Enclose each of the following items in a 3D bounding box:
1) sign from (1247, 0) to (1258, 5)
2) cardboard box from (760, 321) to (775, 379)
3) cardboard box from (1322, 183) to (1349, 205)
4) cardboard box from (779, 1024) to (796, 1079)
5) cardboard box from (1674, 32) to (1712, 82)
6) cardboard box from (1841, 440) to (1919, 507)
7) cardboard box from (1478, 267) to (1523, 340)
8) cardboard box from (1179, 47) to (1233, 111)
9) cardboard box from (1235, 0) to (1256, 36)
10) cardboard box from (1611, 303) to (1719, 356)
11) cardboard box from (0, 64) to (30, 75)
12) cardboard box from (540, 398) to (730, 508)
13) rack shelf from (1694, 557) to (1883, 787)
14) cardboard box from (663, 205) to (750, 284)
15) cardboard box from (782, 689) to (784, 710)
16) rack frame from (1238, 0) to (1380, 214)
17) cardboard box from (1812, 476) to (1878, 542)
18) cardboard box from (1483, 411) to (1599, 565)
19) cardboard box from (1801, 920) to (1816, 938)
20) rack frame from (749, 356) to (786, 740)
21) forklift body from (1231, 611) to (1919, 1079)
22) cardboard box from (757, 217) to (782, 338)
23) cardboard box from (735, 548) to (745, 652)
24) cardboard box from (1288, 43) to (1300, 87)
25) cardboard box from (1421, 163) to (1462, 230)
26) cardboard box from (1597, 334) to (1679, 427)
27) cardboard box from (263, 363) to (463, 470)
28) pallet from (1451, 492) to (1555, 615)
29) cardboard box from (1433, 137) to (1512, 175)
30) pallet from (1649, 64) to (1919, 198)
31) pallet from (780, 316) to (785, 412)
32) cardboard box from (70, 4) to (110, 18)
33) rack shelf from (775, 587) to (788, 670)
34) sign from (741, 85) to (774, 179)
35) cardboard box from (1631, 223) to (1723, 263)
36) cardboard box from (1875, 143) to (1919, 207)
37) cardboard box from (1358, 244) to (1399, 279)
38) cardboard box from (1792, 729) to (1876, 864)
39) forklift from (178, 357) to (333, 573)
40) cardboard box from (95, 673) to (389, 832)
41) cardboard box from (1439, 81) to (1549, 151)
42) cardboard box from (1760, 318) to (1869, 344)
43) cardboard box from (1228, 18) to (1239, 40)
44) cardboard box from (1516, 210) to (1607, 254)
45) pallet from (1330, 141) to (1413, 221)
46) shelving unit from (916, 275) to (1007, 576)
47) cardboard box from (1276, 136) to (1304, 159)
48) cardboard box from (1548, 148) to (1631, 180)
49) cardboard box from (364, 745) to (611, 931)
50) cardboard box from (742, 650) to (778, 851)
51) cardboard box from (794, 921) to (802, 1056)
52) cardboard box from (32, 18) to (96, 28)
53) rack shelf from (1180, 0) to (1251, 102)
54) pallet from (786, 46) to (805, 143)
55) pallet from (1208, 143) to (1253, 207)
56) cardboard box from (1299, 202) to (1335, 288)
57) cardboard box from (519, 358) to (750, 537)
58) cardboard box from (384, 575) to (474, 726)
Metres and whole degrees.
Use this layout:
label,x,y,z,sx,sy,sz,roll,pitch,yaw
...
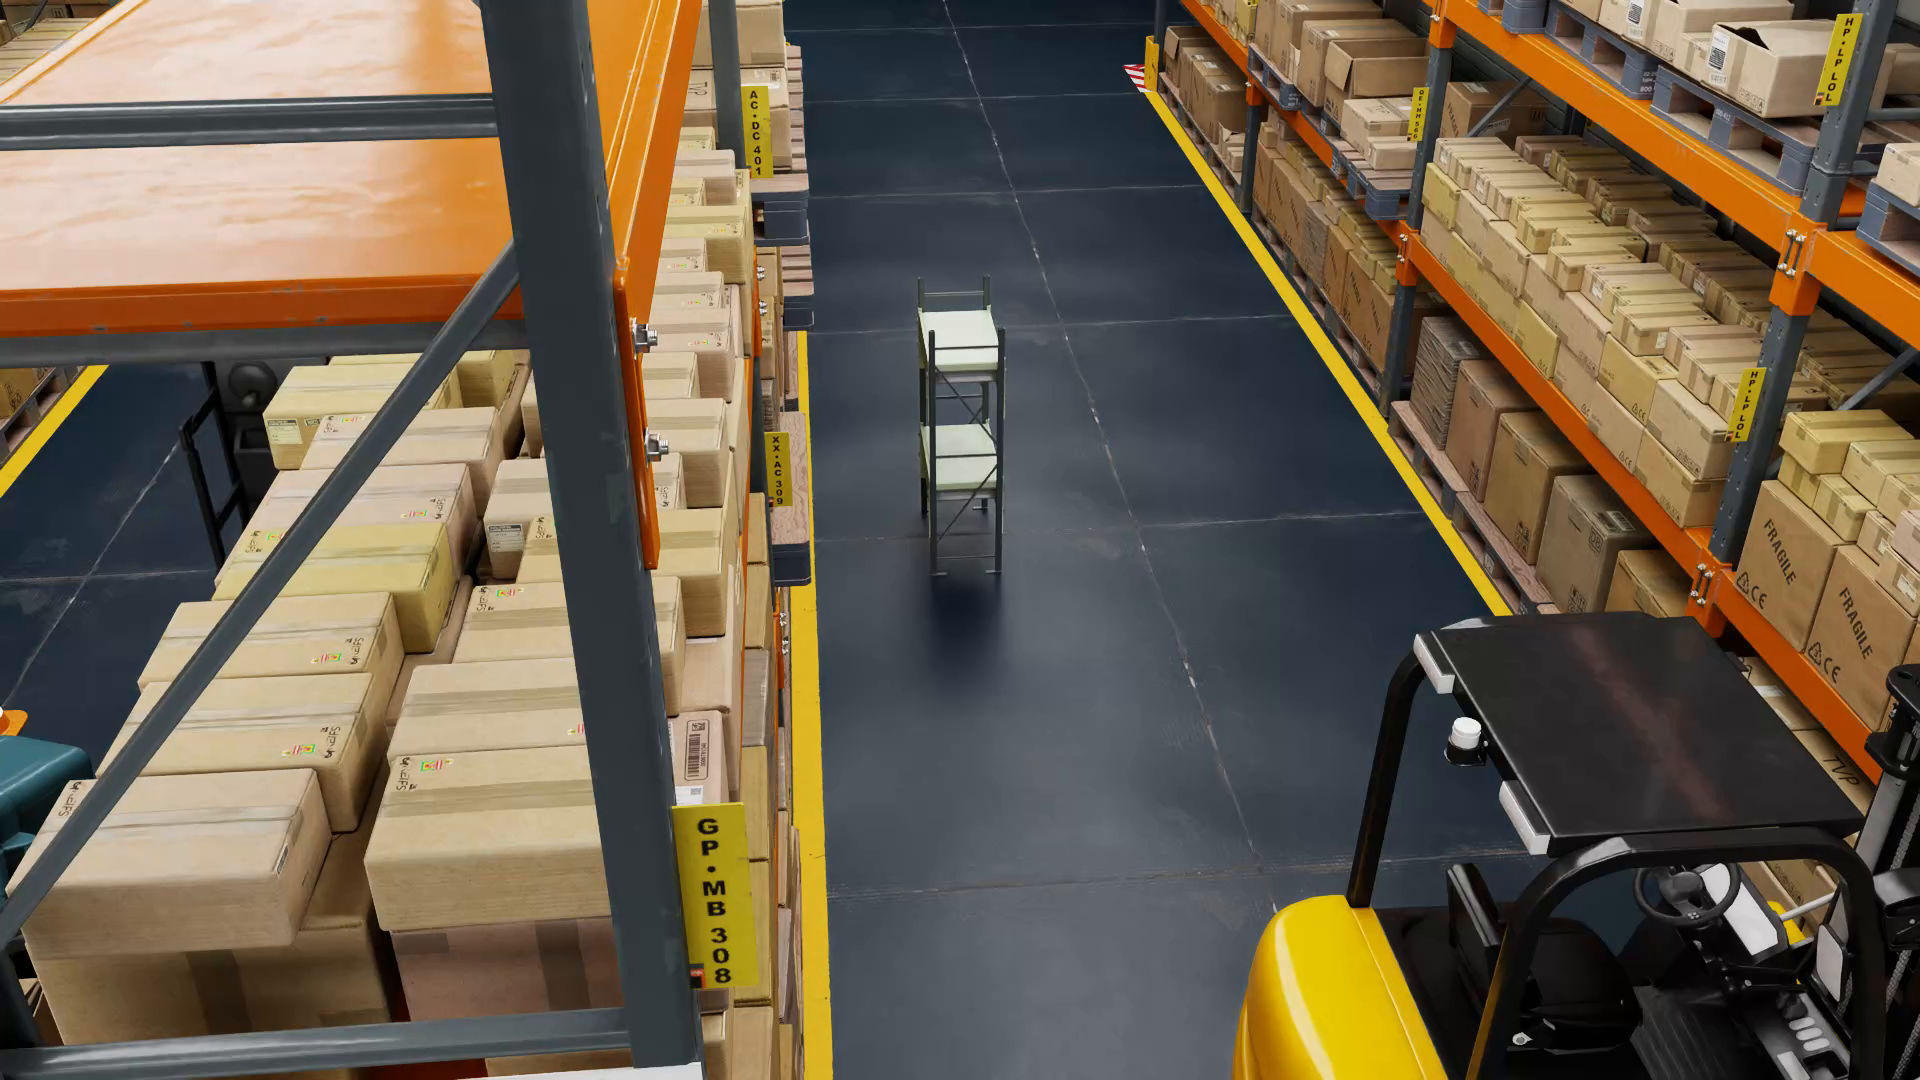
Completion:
label,x,y,z,sx,sy,sz,roll,pitch,yaw
sign,2.410,-4.536,13.574,0.100,0.325,0.005,-3,31,-5
cardboard box,-0.936,-0.756,6.661,0.380,0.149,0.250,-3,31,-5
cardboard box,2.957,-2.583,12.546,0.380,0.149,0.250,-3,31,-4
cardboard box,-0.765,1.890,5.201,0.500,0.500,0.500,-2,31,-4
cardboard box,3.292,-2.059,7.086,0.380,0.149,0.250,-3,31,-5
cardboard box,3.564,-0.253,6.229,0.380,0.149,0.250,-2,31,-4
cardboard box,3.219,-1.329,9.197,0.500,0.250,0.500,-4,31,-6
cardboard box,2.580,-4.588,16.534,0.700,0.500,0.500,-2,31,-3
cardboard box,2.660,-4.505,14.224,0.500,0.250,0.500,-2,31,-3
cardboard box,3.275,-0.981,7.737,0.380,0.149,0.250,-4,31,-6
cardboard box,-6.558,-3.132,11.324,0.380,0.149,0.250,-4,31,-7
cardboard box,-0.713,-0.190,3.686,0.380,0.149,0.250,-2,31,-3
rack shelf,3.884,1.221,5.483,1.077,0.370,4.000,-3,31,-5
cardboard box,-0.806,-0.848,4.787,0.380,0.149,0.250,-2,31,-3
cardboard box,-1.296,0.811,7.621,0.950,0.372,0.625,-2,31,-4
rack frame,2.950,-4.194,13.846,1.000,3.000,0.127,-3,31,-5
cardboard box,3.491,-0.123,6.301,0.380,0.149,0.250,-2,31,-3
cardboard box,3.500,-0.316,9.261,0.875,0.625,0.625,-4,31,-7
cardboard box,3.539,1.674,6.295,0.500,0.250,0.500,-2,31,-4
rack frame,-1.244,0.130,6.607,1.000,3.000,0.127,-3,31,-5
forklift body,2.078,1.416,5.281,2.313,2.155,1.214,-3,31,-5
cardboard box,-1.141,-1.244,8.111,0.500,0.500,0.500,-4,31,-7
cardboard box,-0.703,0.148,3.897,0.380,0.149,0.250,-2,31,-4
cardboard box,2.698,-3.589,12.555,0.396,0.266,0.258,-1,31,-2
cardboard box,3.097,-2.062,9.936,0.500,0.250,0.500,-3,31,-5
cardboard box,3.342,-0.760,7.757,0.500,0.250,0.500,-4,31,-6
cardboard box,-1.373,-0.290,3.852,0.380,0.149,0.250,-2,31,-3
pallet,3.473,0.089,9.395,1.003,0.211,1.213,-3,31,-5
cardboard box,3.060,-2.296,9.939,0.380,0.149,0.250,-2,31,-3
pallet,3.602,-1.765,7.041,0.805,0.209,1.217,-4,31,-7
pallet,-1.392,-0.821,8.386,1.003,0.211,1.213,-3,31,-5
cardboard box,-6.706,-4.101,13.303,0.500,0.500,0.500,-3,31,-5
rack shelf,-1.431,-0.582,8.501,1.077,0.370,4.000,-3,31,-5
sign,-0.705,-1.409,5.755,0.100,0.325,0.005,-3,31,-5
cardboard box,3.718,-1.534,8.663,0.380,0.149,0.250,-2,31,-3
cardboard box,3.437,-1.269,5.762,0.380,0.149,0.250,-2,31,-4
cardboard box,2.969,-1.915,11.427,0.380,0.149,0.250,-4,31,-7
cardboard box,3.468,0.985,6.472,0.500,0.250,0.500,-3,31,-5
forklift,-3.283,-0.812,8.252,1.130,2.935,3.031,-2,31,-3
cardboard box,-1.182,0.358,2.767,0.380,0.149,0.250,-2,31,-4
cardboard box,3.431,-2.645,10.746,0.500,0.500,0.500,-1,31,-2
cardboard box,3.883,-0.888,7.581,0.380,0.149,0.250,-3,31,-5
cardboard box,2.574,-4.500,14.604,0.380,0.149,0.250,-2,31,-3
cardboard box,3.191,-1.638,8.837,0.380,0.149,0.250,-2,31,-4
pallet,3.191,-2.412,11.050,1.213,0.211,1.003,-3,31,-5
shelving unit,0.001,-0.640,9.360,0.431,1.500,0.755,-3,31,-5
cardboard box,2.822,-3.246,13.655,0.380,0.149,0.250,-4,31,-6
cardboard box,3.691,-2.188,9.758,0.380,0.149,0.250,-2,31,-3
cardboard box,-0.701,0.459,2.599,0.380,0.149,0.250,-3,31,-5
cardboard box,-0.847,0.702,5.262,0.500,0.500,0.500,-2,31,-3
cardboard box,-0.862,1.691,6.266,0.500,0.250,0.500,-4,31,-6
cardboard box,-6.679,-3.798,12.438,0.380,0.149,0.250,-1,31,-2
rack shelf,2.763,-4.906,15.740,1.077,0.370,4.000,-3,31,-5
pallet,-1.296,-1.926,7.308,1.213,0.211,1.003,-3,31,-5
pallet,2.887,-3.347,15.148,1.003,0.211,1.213,-3,31,-5
cardboard box,2.915,-2.252,12.623,0.500,0.500,0.500,-4,31,-6
cardboard box,-0.791,-0.231,4.142,0.500,0.250,0.500,-2,31,-4
cardboard box,-1.219,0.316,3.228,0.500,0.250,0.500,-3,31,-5
